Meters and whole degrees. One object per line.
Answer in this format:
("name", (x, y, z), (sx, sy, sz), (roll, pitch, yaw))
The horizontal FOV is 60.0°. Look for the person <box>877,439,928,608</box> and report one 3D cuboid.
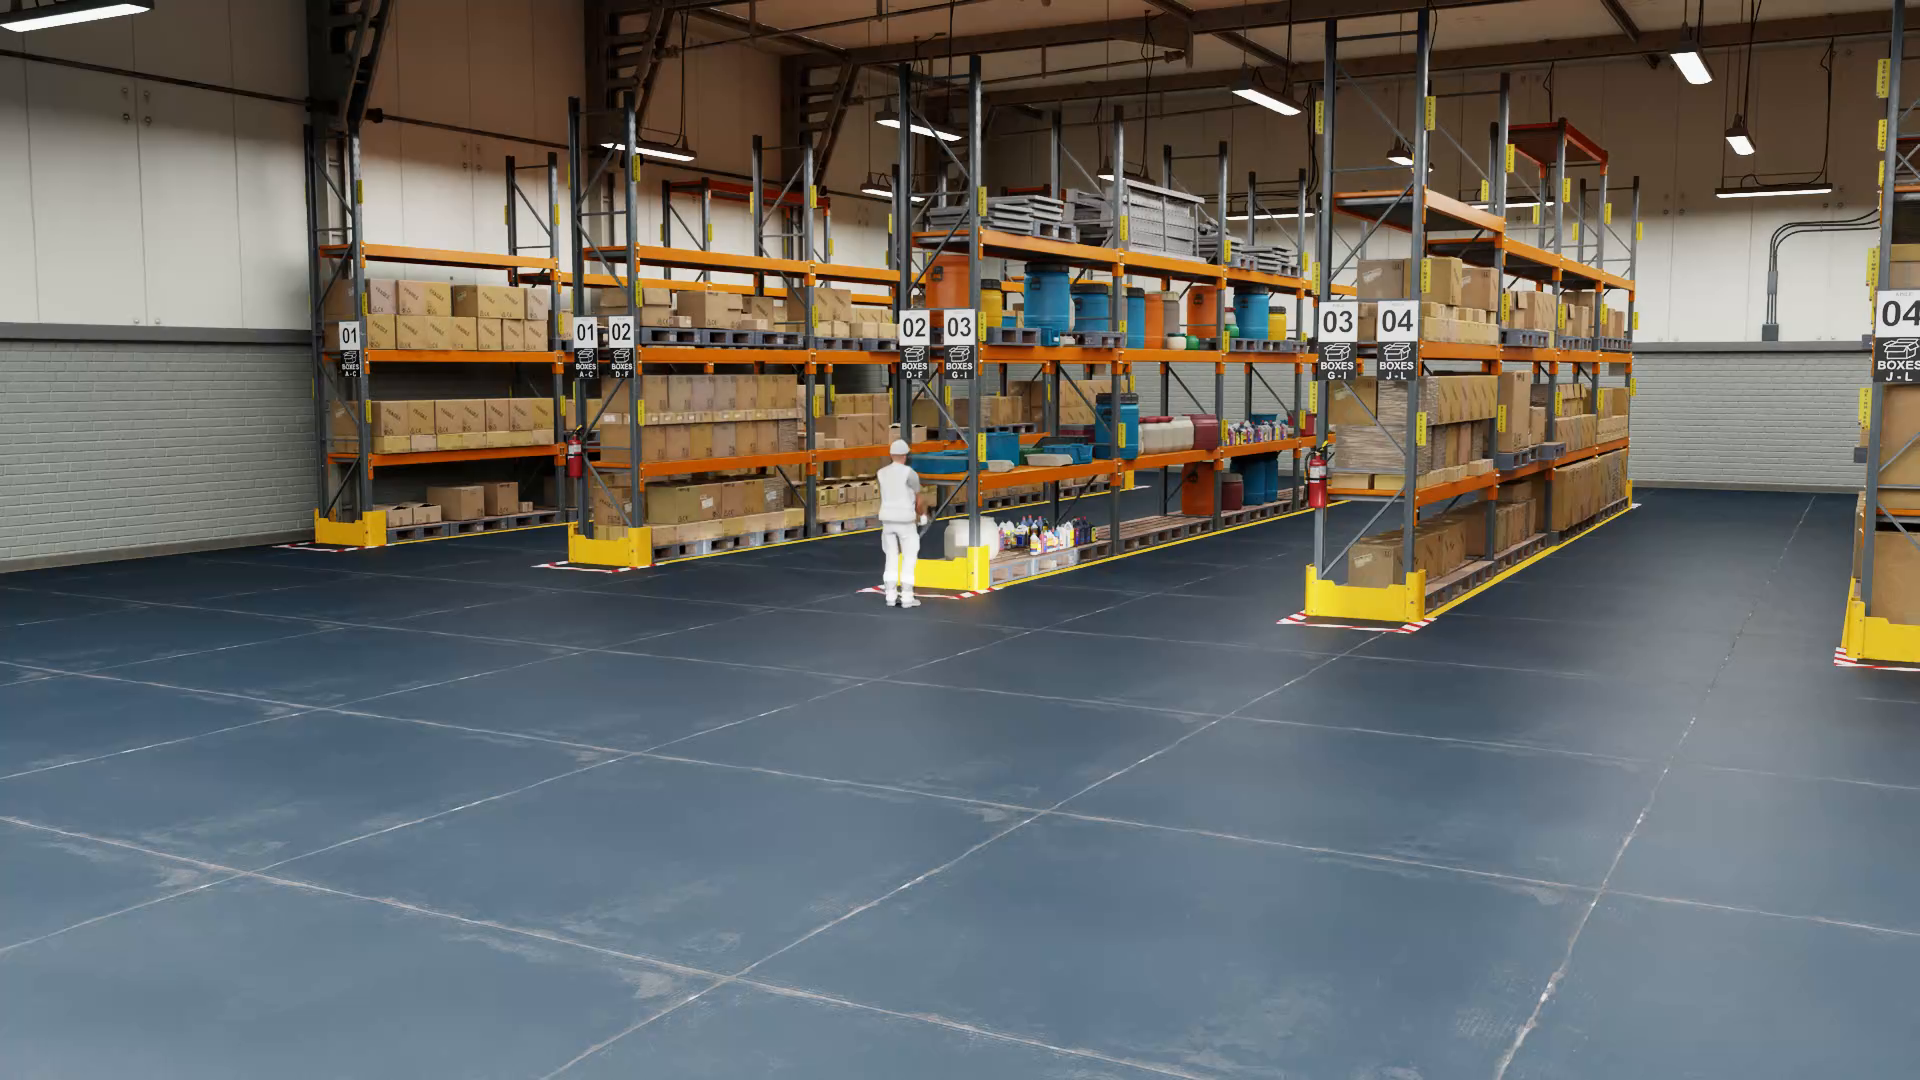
("person", (-0.617, -0.191, 17.834), (0.494, 1.783, 0.569), (3, 7, 28))
